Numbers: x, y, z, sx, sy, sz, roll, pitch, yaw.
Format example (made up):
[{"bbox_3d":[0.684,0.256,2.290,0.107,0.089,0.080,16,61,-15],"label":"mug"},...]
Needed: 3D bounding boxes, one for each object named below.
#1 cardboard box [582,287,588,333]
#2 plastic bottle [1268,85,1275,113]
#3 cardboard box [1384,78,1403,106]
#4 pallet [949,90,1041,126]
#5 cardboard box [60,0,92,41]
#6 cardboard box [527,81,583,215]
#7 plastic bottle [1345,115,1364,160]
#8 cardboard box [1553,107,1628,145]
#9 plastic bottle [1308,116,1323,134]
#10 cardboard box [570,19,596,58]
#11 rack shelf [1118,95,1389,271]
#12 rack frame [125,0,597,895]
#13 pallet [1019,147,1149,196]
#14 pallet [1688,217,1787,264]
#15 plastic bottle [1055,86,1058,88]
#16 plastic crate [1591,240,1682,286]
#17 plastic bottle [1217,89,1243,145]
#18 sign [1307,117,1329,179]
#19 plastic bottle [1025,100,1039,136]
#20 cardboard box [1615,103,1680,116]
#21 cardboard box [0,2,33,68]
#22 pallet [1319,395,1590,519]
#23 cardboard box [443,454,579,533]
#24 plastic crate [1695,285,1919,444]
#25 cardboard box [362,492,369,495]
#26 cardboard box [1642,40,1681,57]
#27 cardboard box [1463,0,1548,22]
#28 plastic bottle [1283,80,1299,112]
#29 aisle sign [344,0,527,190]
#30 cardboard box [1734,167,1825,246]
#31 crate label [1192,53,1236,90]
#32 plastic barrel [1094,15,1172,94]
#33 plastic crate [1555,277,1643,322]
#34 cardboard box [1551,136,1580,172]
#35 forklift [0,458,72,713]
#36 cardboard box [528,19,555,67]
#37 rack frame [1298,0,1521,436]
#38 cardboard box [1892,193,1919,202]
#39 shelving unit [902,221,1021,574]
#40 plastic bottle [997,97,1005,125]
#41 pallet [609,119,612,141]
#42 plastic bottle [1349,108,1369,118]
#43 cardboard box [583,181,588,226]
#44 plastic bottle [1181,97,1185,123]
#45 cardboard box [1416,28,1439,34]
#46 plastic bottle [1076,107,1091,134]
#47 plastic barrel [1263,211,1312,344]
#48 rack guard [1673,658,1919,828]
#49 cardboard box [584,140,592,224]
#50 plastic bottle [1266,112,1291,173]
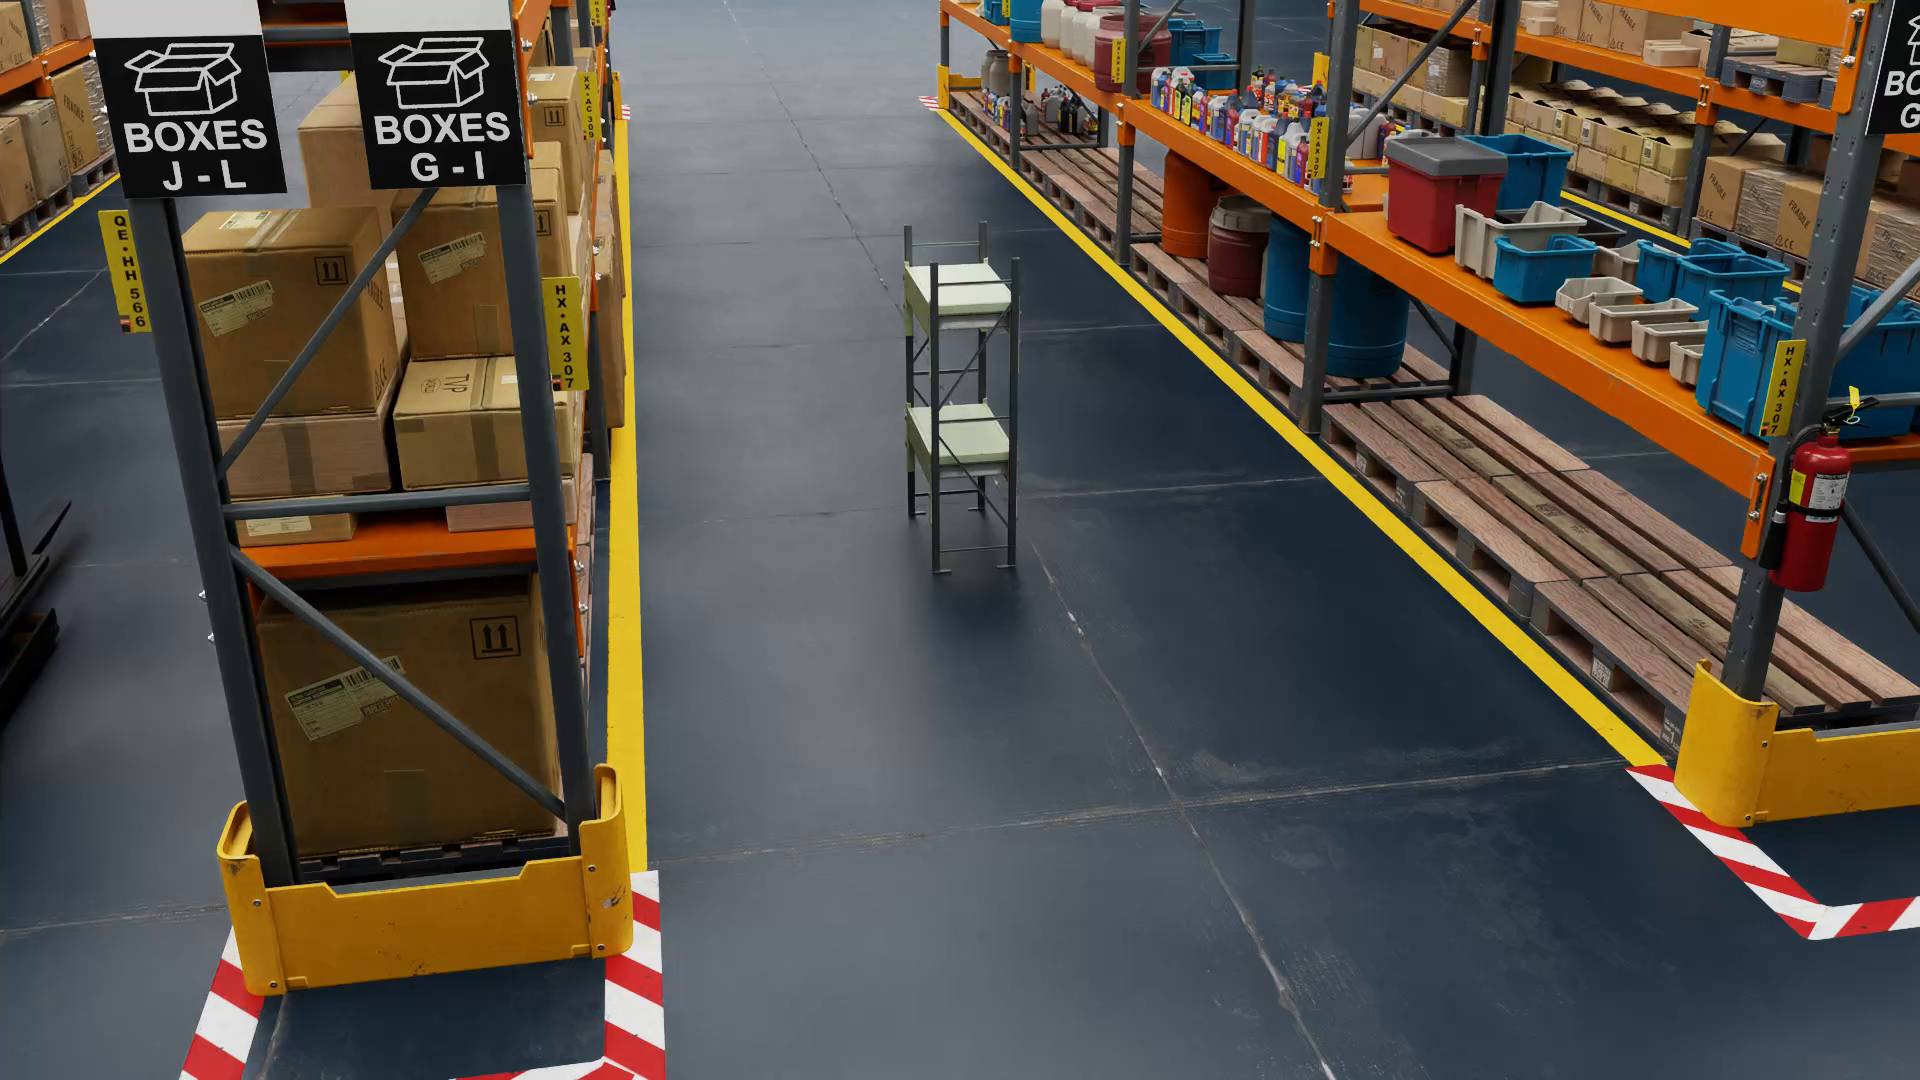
[{"bbox_3d":[-1.767,-0.957,7.007,0.380,0.149,0.250,-5,24,-11],"label":"cardboard box"},{"bbox_3d":[2.302,-3.219,12.120,0.097,0.201,0.097,0,24,0],"label":"plastic bottle"},{"bbox_3d":[5.290,-5.240,19.410,0.500,0.250,0.500,-4,24,-10],"label":"cardboard box"},{"bbox_3d":[0.470,-5.135,19.745,1.003,0.211,1.213,-4,24,-10],"label":"pallet"},{"bbox_3d":[-8.944,-5.141,16.086,0.875,0.550,0.550,-4,24,-10],"label":"cardboard box"},{"bbox_3d":[-1.947,-1.726,7.333,0.500,0.500,0.500,-4,24,-9],"label":"cardboard box"},{"bbox_3d":[2.452,-2.546,10.487,0.152,0.276,0.135,-4,24,-10],"label":"plastic bottle"},{"bbox_3d":[5.990,-3.955,15.768,0.500,0.311,0.500,-4,24,-8],"label":"cardboard box"},{"bbox_3d":[2.134,-2.365,9.979,0.144,0.351,0.185,-4,24,-10],"label":"plastic bottle"},{"bbox_3d":[-3.207,-4.046,13.430,0.500,0.250,0.500,-5,24,-11],"label":"cardboard box"},{"bbox_3d":[2.114,-2.497,11.117,1.077,0.370,4.000,-4,24,-10],"label":"rack shelf"},{"bbox_3d":[-1.644,-0.100,4.730,1.000,3.000,0.127,-4,24,-10],"label":"rack frame"},{"bbox_3d":[1.188,-3.602,16.234,1.003,0.211,1.213,-4,24,-10],"label":"pallet"},{"bbox_3d":[6.714,-2.404,13.490,1.003,0.211,1.213,-4,24,-10],"label":"pallet"},{"bbox_3d":[1.075,-4.982,18.753,0.061,0.283,0.133,-4,24,-8],"label":"plastic bottle"},{"bbox_3d":[3.101,-1.284,7.696,0.293,0.136,0.466,-4,24,-10],"label":"plastic crate"},{"bbox_3d":[1.789,-2.788,10.946,0.144,0.351,0.185,-4,24,-10],"label":"plastic bottle"},{"bbox_3d":[1.943,-2.126,9.025,0.100,0.325,0.005,-4,24,-10],"label":"sign"},{"bbox_3d":[0.744,-4.417,17.375,0.144,0.351,0.185,-4,24,-10],"label":"plastic bottle"},{"bbox_3d":[6.511,-4.004,15.880,0.500,0.311,0.500,-5,24,-10],"label":"cardboard box"},{"bbox_3d":[-8.397,-4.353,14.344,0.500,0.500,0.500,-4,24,-10],"label":"cardboard box"},{"bbox_3d":[2.658,-0.475,9.075,1.003,0.211,1.213,-4,24,-10],"label":"pallet"},{"bbox_3d":[-1.385,-0.149,5.156,0.380,0.149,0.250,-4,24,-9],"label":"cardboard box"},{"bbox_3d":[2.978,-0.628,5.821,0.616,0.435,0.499,-4,24,-10],"label":"plastic crate"},{"bbox_3d":[-2.083,-0.202,5.279,0.380,0.149,0.250,-4,24,-9],"label":"cardboard box"},{"bbox_3d":[6.322,-4.360,14.800,0.380,0.149,0.250,-3,24,-6],"label":"cardboard box"},{"bbox_3d":[5.785,-5.771,17.592,0.700,0.500,0.500,-5,24,-11],"label":"cardboard box"},{"bbox_3d":[2.356,-3.136,11.843,0.097,0.271,0.097,0,24,0],"label":"plastic bottle"},{"bbox_3d":[-1.336,-1.285,4.196,0.394,0.787,0.004,-4,24,-10],"label":"aisle sign"},{"bbox_3d":[6.518,-2.628,13.094,0.500,0.500,0.500,-5,24,-12],"label":"cardboard box"},{"bbox_3d":[2.035,-3.730,13.251,0.303,0.233,0.416,-4,24,-10],"label":"crate label"},{"bbox_3d":[1.361,-3.835,13.114,0.600,0.536,0.708,-4,24,-10],"label":"plastic barrel"},{"bbox_3d":[2.707,-1.018,7.088,0.298,0.136,0.250,-4,24,-10],"label":"plastic crate"},{"bbox_3d":[5.989,-3.702,15.889,0.500,0.250,0.500,-4,24,-9],"label":"cardboard box"},{"bbox_3d":[-4.392,-0.727,6.253,1.130,2.935,3.031,-5,24,-11],"label":"forklift"},{"bbox_3d":[-2.510,-2.429,8.686,0.797,0.503,0.637,-5,24,-11],"label":"cardboard box"},{"bbox_3d":[2.484,-2.040,9.172,1.000,3.000,0.127,-4,24,-10],"label":"rack frame"},{"bbox_3d":[7.215,-2.274,12.283,0.500,0.500,0.500,-5,24,-12],"label":"cardboard box"},{"bbox_3d":[-0.001,-0.690,7.956,0.431,1.500,0.755,-4,24,-10],"label":"shelving unit"},{"bbox_3d":[0.481,-4.638,17.976,0.152,0.276,0.135,-4,24,-9],"label":"plastic bottle"},{"bbox_3d":[-4.251,-4.284,17.796,1.003,0.211,1.213,-4,24,-10],"label":"pallet"},{"bbox_3d":[2.559,-2.648,10.721,0.152,0.276,0.135,-4,24,-10],"label":"plastic bottle"},{"bbox_3d":[-2.044,-1.586,7.950,0.500,0.250,0.500,-5,24,-11],"label":"cardboard box"},{"bbox_3d":[1.611,-3.046,11.724,0.097,0.201,0.097,0,24,0],"label":"plastic bottle"},{"bbox_3d":[5.724,-5.820,19.801,0.500,0.500,0.500,-4,24,-10],"label":"cardboard box"},{"bbox_3d":[1.290,-4.423,17.482,0.152,0.276,0.135,-3,24,-8],"label":"plastic bottle"},{"bbox_3d":[2.269,-1.764,10.639,0.600,0.901,0.708,-4,24,-10],"label":"plastic barrel"},{"bbox_3d":[3.241,0.688,6.051,1.175,0.500,0.348,-4,24,-10],"label":"rack guard"},{"bbox_3d":[-2.223,-1.918,8.769,0.500,0.500,0.500,-4,24,-10],"label":"cardboard box"},{"bbox_3d":[1.958,-2.427,10.121,0.144,0.351,0.185,-4,24,-10],"label":"plastic bottle"}]
